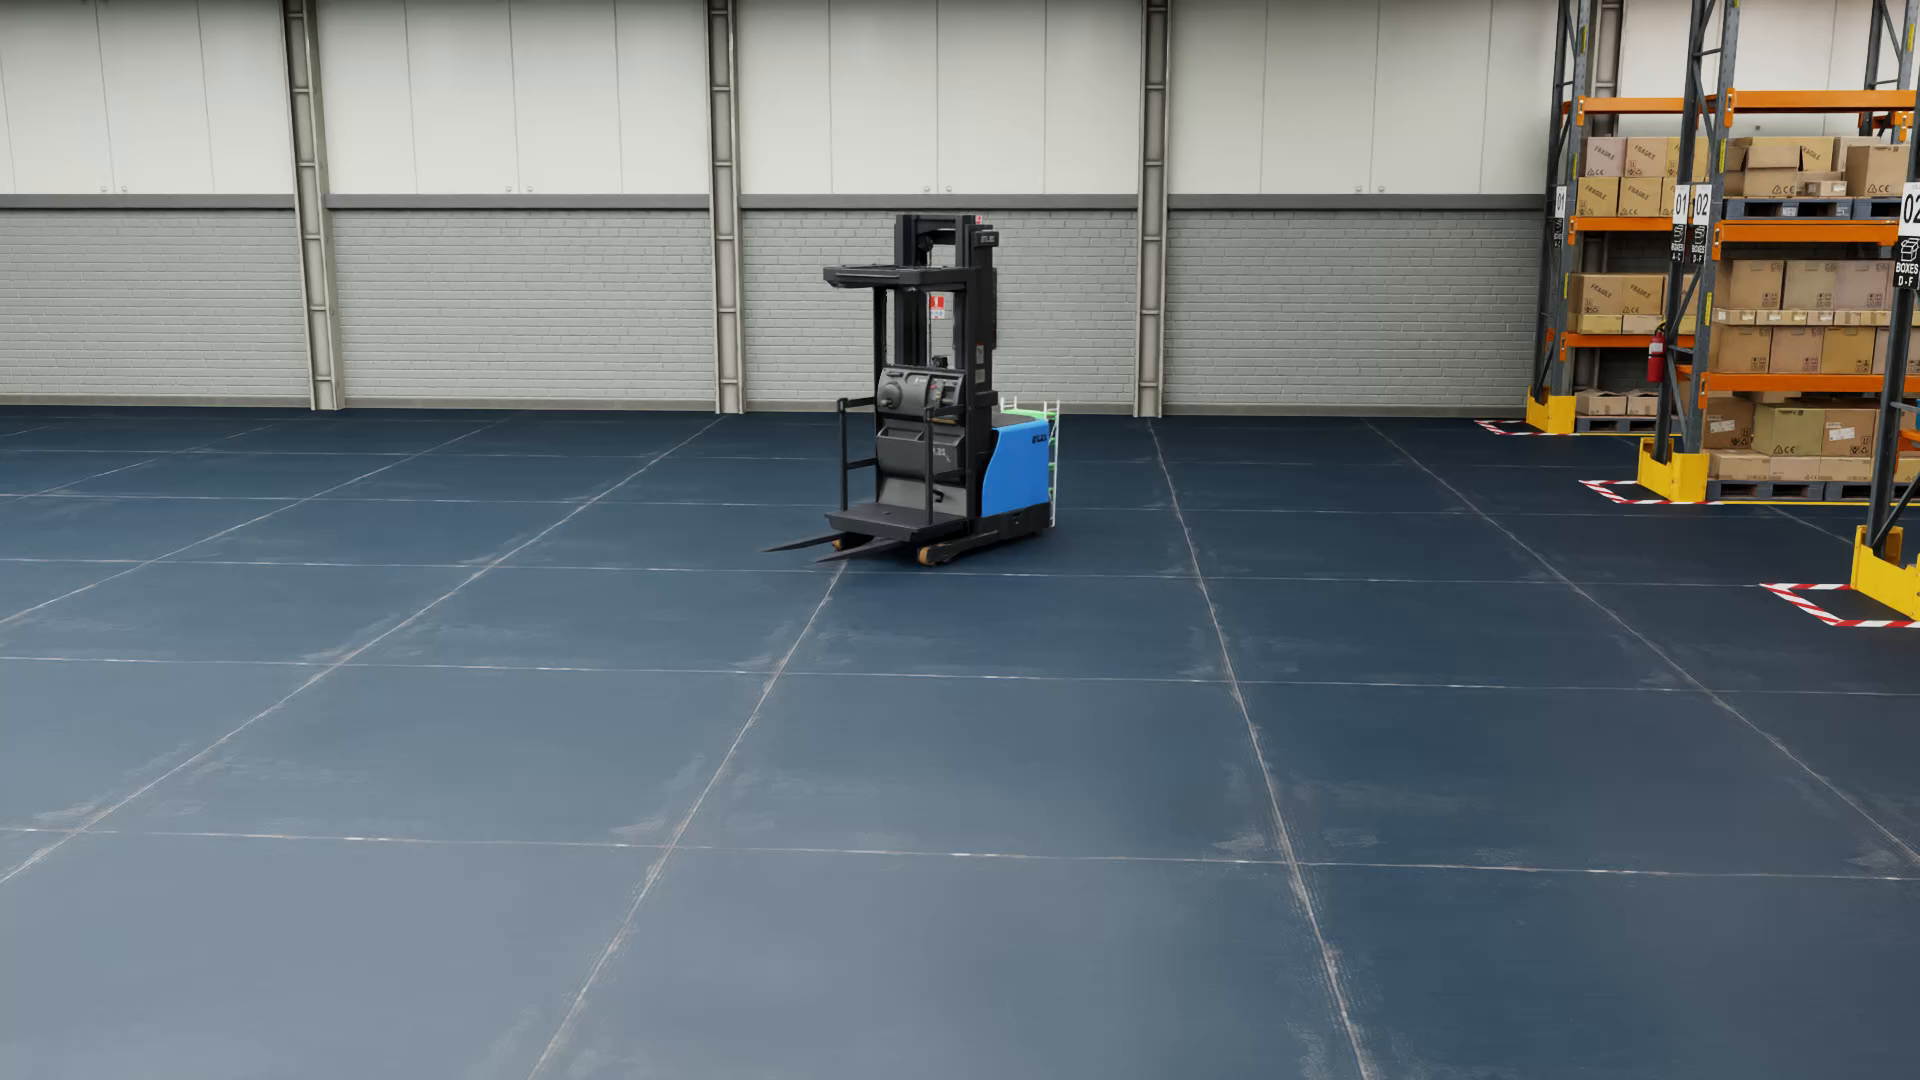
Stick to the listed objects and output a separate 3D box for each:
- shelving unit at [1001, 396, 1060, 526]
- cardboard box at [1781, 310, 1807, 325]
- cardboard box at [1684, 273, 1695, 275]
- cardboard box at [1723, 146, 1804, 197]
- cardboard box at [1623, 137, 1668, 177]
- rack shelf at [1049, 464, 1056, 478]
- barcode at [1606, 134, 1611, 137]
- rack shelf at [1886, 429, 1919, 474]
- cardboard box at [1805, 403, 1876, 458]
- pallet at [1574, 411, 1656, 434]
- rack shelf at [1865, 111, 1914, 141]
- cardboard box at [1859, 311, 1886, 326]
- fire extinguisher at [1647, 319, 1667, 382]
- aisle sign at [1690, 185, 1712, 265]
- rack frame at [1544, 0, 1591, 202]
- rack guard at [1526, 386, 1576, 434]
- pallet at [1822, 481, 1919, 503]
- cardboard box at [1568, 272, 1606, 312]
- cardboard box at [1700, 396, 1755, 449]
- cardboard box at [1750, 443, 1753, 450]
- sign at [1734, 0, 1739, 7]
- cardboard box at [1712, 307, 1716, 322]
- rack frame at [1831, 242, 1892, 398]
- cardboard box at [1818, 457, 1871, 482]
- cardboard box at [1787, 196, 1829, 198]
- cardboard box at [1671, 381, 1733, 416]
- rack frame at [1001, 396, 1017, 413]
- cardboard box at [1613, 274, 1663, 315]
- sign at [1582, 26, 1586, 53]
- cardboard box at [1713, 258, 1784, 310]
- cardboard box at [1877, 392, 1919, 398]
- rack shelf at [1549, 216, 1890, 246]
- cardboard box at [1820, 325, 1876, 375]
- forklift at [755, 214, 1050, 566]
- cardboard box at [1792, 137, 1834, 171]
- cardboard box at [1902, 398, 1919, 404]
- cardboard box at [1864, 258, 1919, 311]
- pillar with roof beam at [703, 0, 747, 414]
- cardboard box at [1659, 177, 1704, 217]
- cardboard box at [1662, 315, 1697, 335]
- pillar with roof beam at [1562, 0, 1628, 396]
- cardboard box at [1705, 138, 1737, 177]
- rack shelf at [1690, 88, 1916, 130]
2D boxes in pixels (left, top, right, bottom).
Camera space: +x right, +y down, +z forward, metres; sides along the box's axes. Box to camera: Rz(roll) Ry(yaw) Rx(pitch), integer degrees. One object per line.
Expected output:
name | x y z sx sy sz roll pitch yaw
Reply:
shelving unit | 0.648 -0.744 15.845 0.503 1.200 0.258 8 11 35
cardboard box | 8.465 -2.288 17.033 0.250 0.149 0.380 1 12 4
cardboard box | 9.908 -3.308 22.224 0.500 0.500 0.500 1 12 5
cardboard box | 8.149 -3.762 16.961 0.637 0.503 0.797 2 12 8
cardboard box | 8.768 -4.934 21.449 0.500 0.500 0.500 1 12 3
rack shelf | 0.646 -0.681 15.855 0.480 0.148 0.258 8 11 35
barcode | 8.645 -5.382 22.176 0.075 0.075 0.001 1 12 4
rack shelf | 9.237 -0.586 12.483 4.000 0.370 1.077 1 12 4
cardboard box | 9.095 -1.141 17.236 0.500 0.500 0.500 1 12 4
pallet | 8.787 -1.605 22.409 1.213 0.211 1.003 1 12 4
rack shelf | 13.890 -5.296 21.324 4.000 0.370 1.077 1 12 4
cardboard box | 9.238 -2.277 16.983 0.250 0.149 0.380 1 12 3
fire extinguisher | 7.489 -2.036 17.847 0.183 0.674 0.296 1 12 4
aisle sign | 7.490 -3.188 16.816 0.004 0.787 0.394 1 12 4
rack frame | 7.903 -5.926 21.601 0.127 3.000 1.000 1 12 4
rack guard | 7.979 -1.765 22.467 0.348 0.500 1.175 1 12 4
pallet | 9.556 -0.594 17.571 1.213 0.211 1.003 1 12 4
cardboard box | 8.388 -3.330 22.329 0.500 0.500 0.500 1 12 3
cardboard box | 8.131 -1.258 17.795 0.500 0.500 0.500 1 12 4
cardboard box | 8.630 -0.886 17.849 0.500 0.250 0.500 1 12 4
sign | 7.532 -5.335 16.110 0.005 0.325 0.100 1 12 4
cardboard box | 7.970 -2.378 17.462 0.250 0.149 0.380 1 12 3
rack frame | 11.894 -2.935 21.954 0.127 3.000 1.000 1 12 4
cardboard box | 9.094 -0.771 17.301 0.500 0.250 0.500 1 12 4
cardboard box | 10.870 -4.428 21.472 0.500 0.500 0.500 0 12 -1
cardboard box | 9.885 -1.925 22.159 0.500 0.500 0.700 0 12 0
rack frame | 0.451 -0.774 15.985 0.015 1.200 0.240 8 11 35
cardboard box | 8.852 -3.216 21.785 0.500 0.500 0.500 1 12 4
sign | 7.867 -6.311 20.968 0.005 0.325 0.100 1 12 4
cardboard box | 8.093 -2.652 17.188 0.500 0.500 0.700 1 12 4
cardboard box | 12.630 -1.920 22.133 0.500 0.500 0.700 1 12 6
rack shelf | 9.899 -4.078 21.851 4.000 0.370 1.077 1 12 4
cardboard box | 9.060 -2.003 17.256 0.500 0.500 0.700 1 12 4
forklift | -0.479 -1.324 14.419 1.130 2.935 3.031 9 15 38
cardboard box | 10.826 -4.908 21.326 0.500 0.500 0.500 1 12 7
cardboard box | 10.127 -1.233 17.679 0.500 0.500 0.500 1 12 4
cardboard box | 9.621 -2.632 17.094 0.500 0.500 0.700 1 12 4
pillar with roof beam | -3.602 -5.378 18.981 0.400 9.000 9.100 1 12 4
cardboard box | 9.272 -4.440 21.530 0.500 0.500 0.500 1 12 6
cardboard box | 9.396 -2.842 21.828 0.500 0.250 0.500 1 12 3
pillar with roof beam | 8.372 -5.214 18.196 0.400 9.000 9.100 1 12 4
cardboard box | 9.888 -5.029 21.902 0.500 0.500 0.500 1 12 4
rack shelf | 9.571 -4.339 16.747 4.000 0.370 1.077 1 12 4
